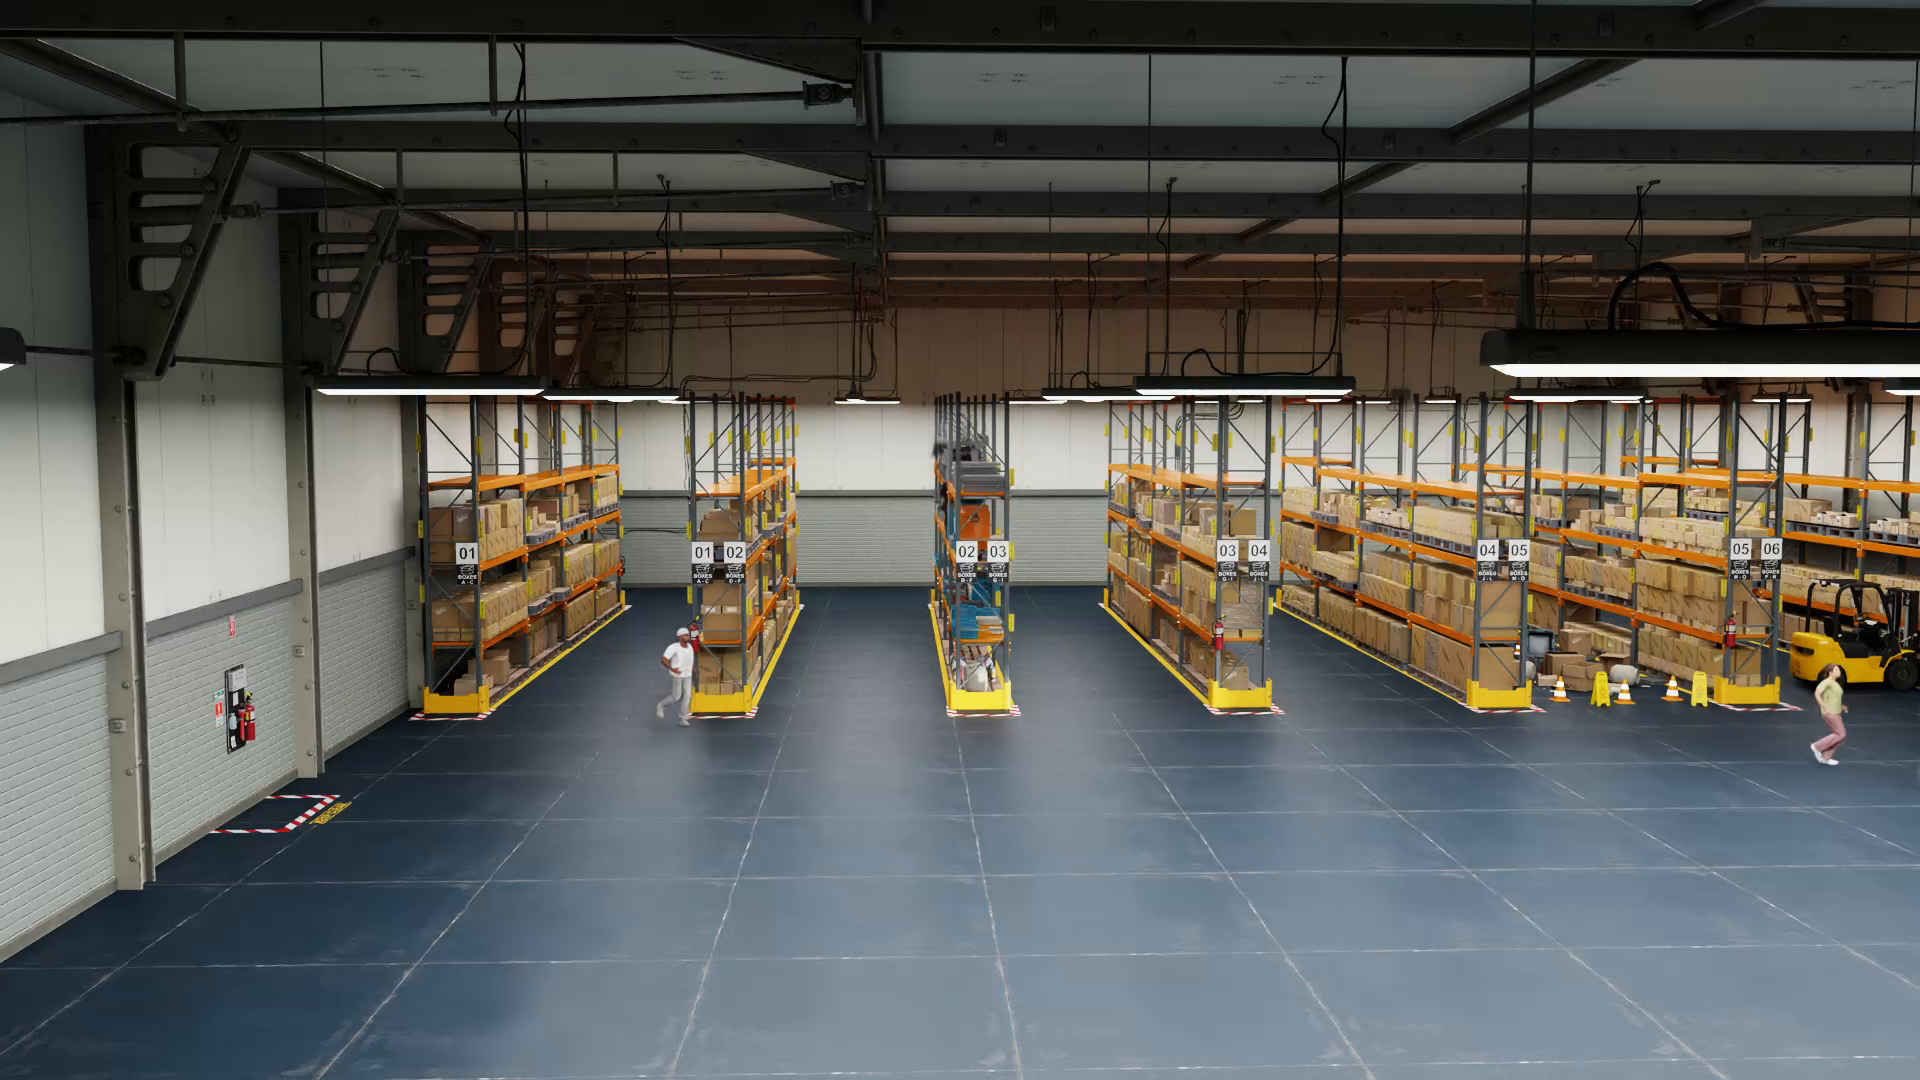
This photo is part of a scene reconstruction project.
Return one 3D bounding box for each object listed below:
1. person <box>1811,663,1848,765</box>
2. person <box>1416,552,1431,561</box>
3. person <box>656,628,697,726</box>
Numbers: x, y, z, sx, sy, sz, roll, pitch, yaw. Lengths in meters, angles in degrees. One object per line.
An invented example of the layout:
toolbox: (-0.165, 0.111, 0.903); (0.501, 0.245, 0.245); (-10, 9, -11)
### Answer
person: (13.927, 2.782, 26.595); (0.512, 1.626, 0.585); (4, 6, 44)
person: (13.642, 0.919, 49.333); (0.749, 1.850, 0.679); (1, 5, 6)
person: (-5.025, 2.455, 30.071); (0.871, 1.720, 0.764); (4, 6, 41)
